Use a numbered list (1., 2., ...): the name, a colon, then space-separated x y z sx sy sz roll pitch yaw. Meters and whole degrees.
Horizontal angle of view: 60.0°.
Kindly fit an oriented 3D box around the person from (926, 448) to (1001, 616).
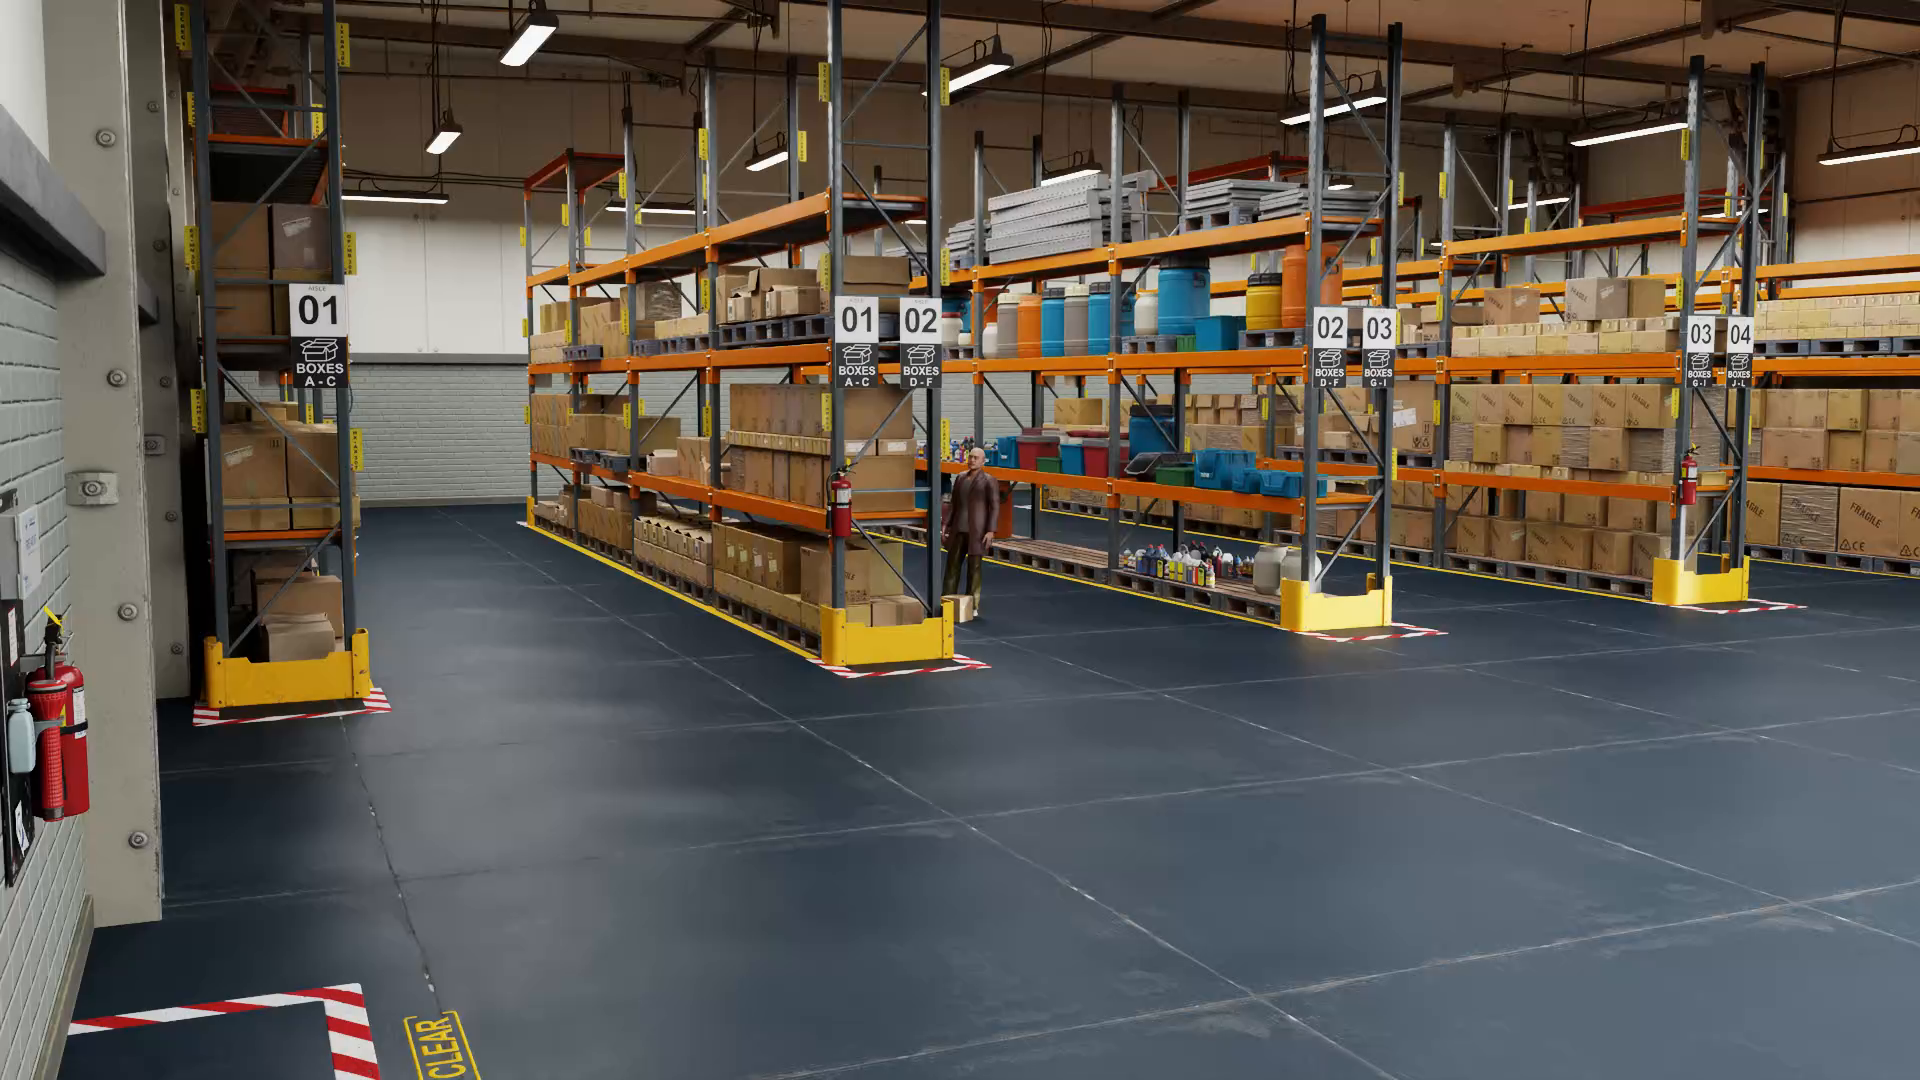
1. person: 0.052 -0.074 17.394 0.698 1.777 0.580 4 6 34
